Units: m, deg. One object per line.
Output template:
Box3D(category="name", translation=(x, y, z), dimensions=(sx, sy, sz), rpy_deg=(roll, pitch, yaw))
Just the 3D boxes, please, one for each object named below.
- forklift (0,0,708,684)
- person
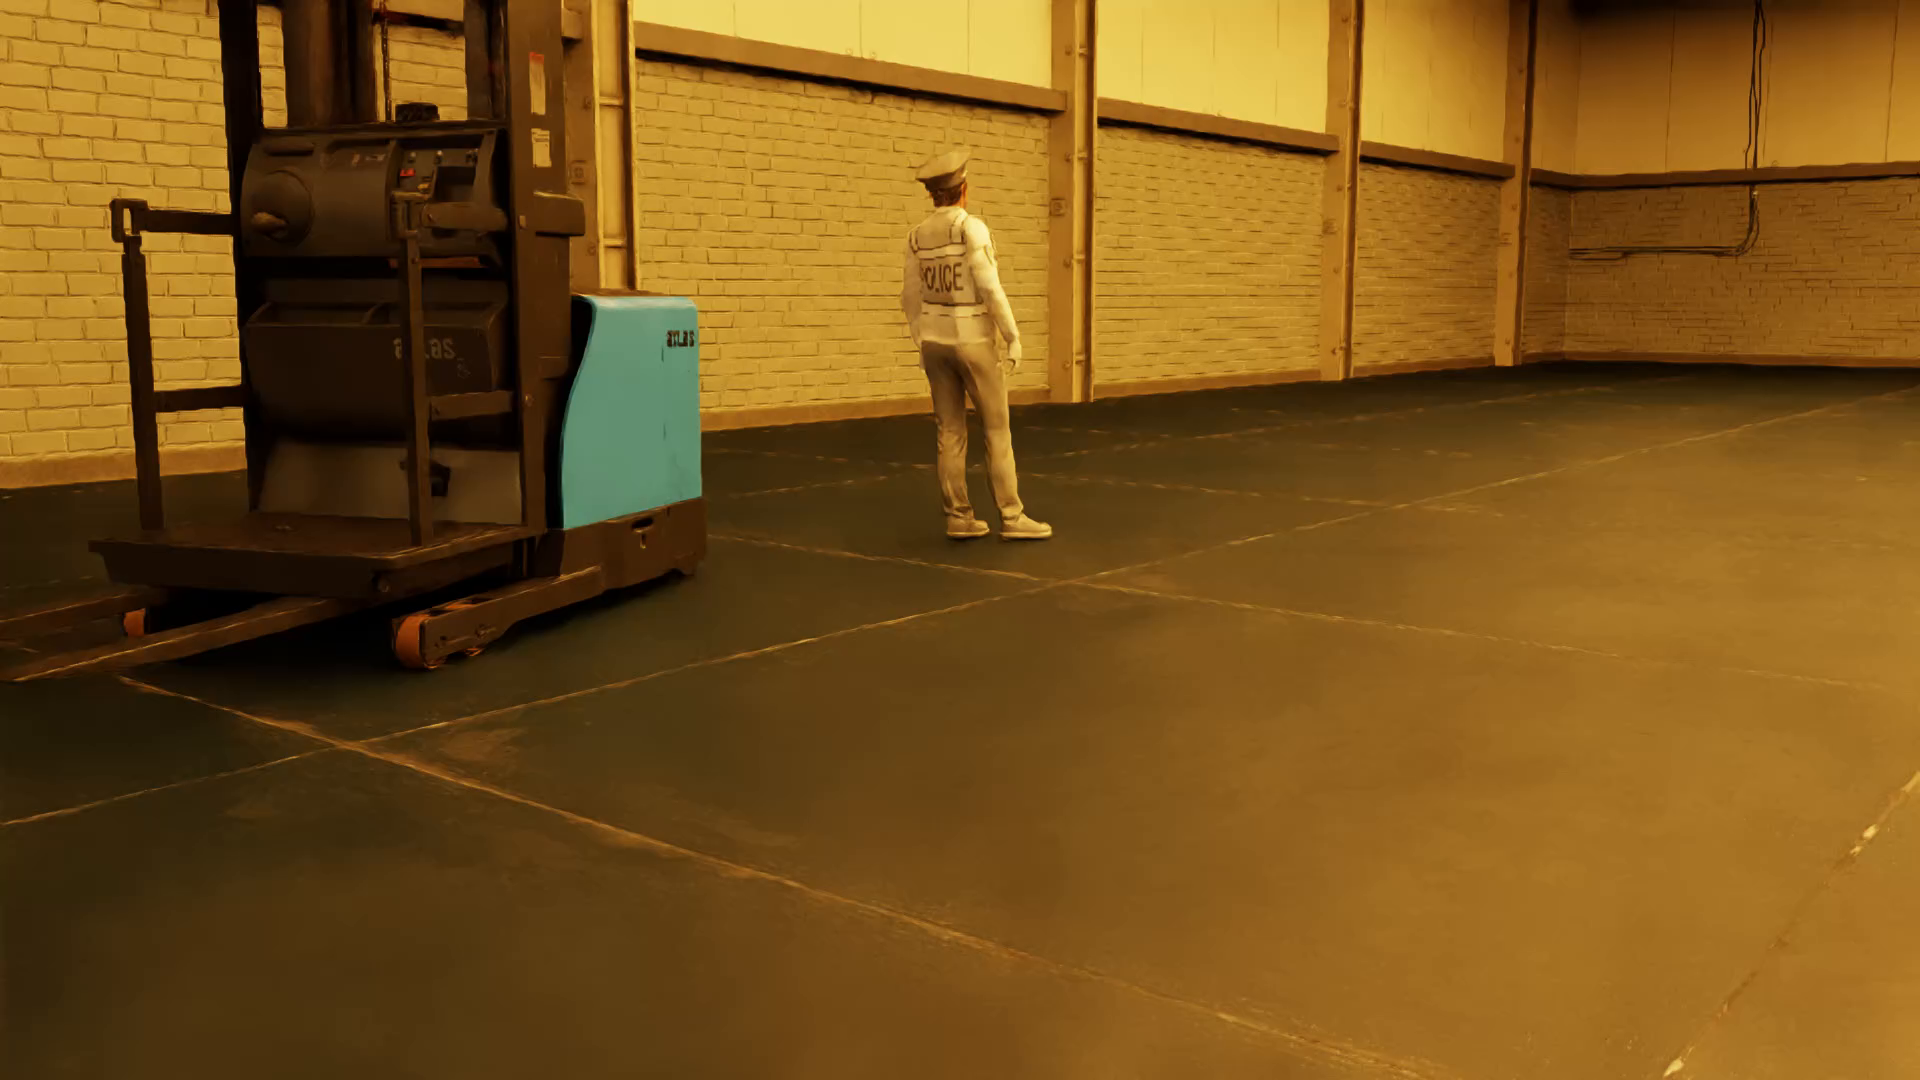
Box3D(category="forklift", translation=(-1.938, -1.138, 5.058), dimensions=(1.130, 2.935, 3.031), rpy_deg=(3, 9, 19))
Box3D(category="person", translation=(0.048, -0.853, 7.329), dimensions=(0.586, 1.695, 0.533), rpy_deg=(7, 11, 38))
